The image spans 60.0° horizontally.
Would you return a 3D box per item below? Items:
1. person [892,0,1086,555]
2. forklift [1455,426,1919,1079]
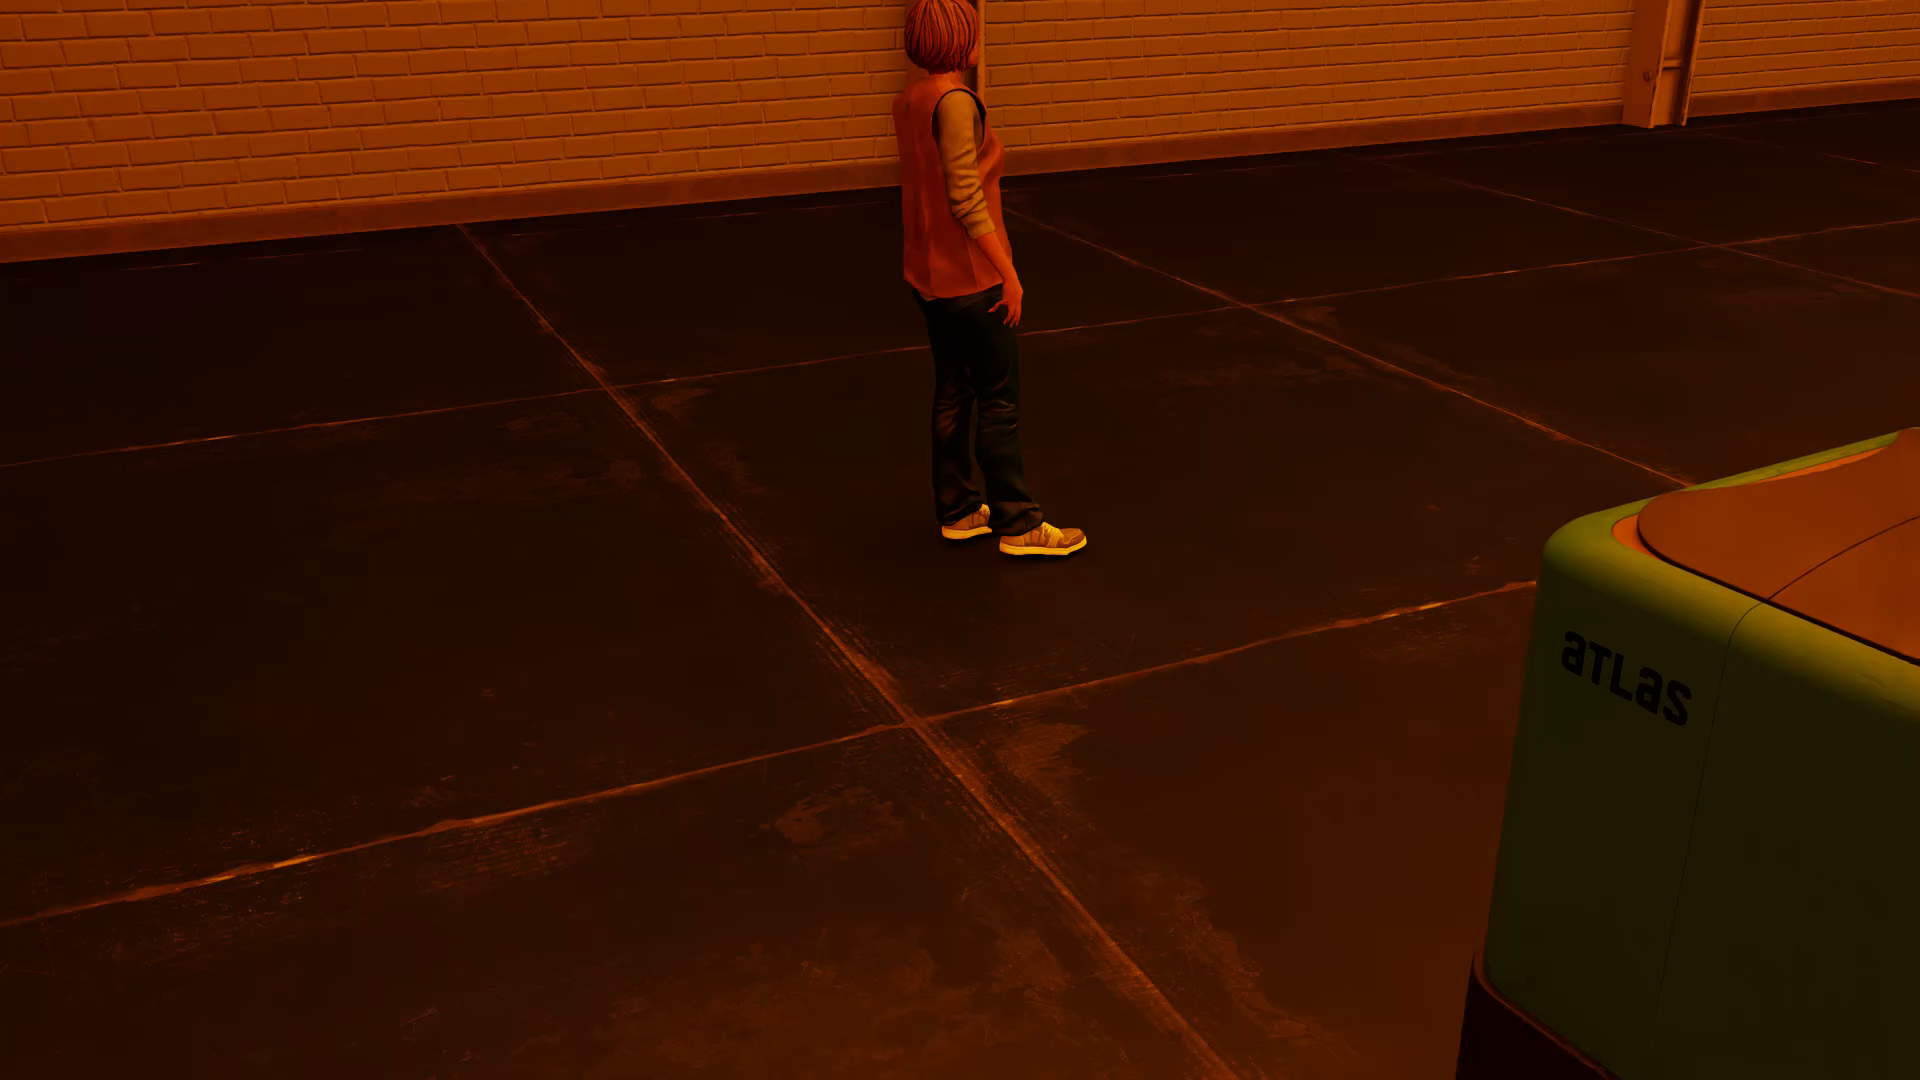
[{"bbox_3d":[0.073,-0.751,4.814,0.476,1.597,0.520,-10,25,-23],"label":"person"},{"bbox_3d":[1.989,0.010,1.261,1.130,2.935,3.031,-13,26,-28],"label":"forklift"}]
